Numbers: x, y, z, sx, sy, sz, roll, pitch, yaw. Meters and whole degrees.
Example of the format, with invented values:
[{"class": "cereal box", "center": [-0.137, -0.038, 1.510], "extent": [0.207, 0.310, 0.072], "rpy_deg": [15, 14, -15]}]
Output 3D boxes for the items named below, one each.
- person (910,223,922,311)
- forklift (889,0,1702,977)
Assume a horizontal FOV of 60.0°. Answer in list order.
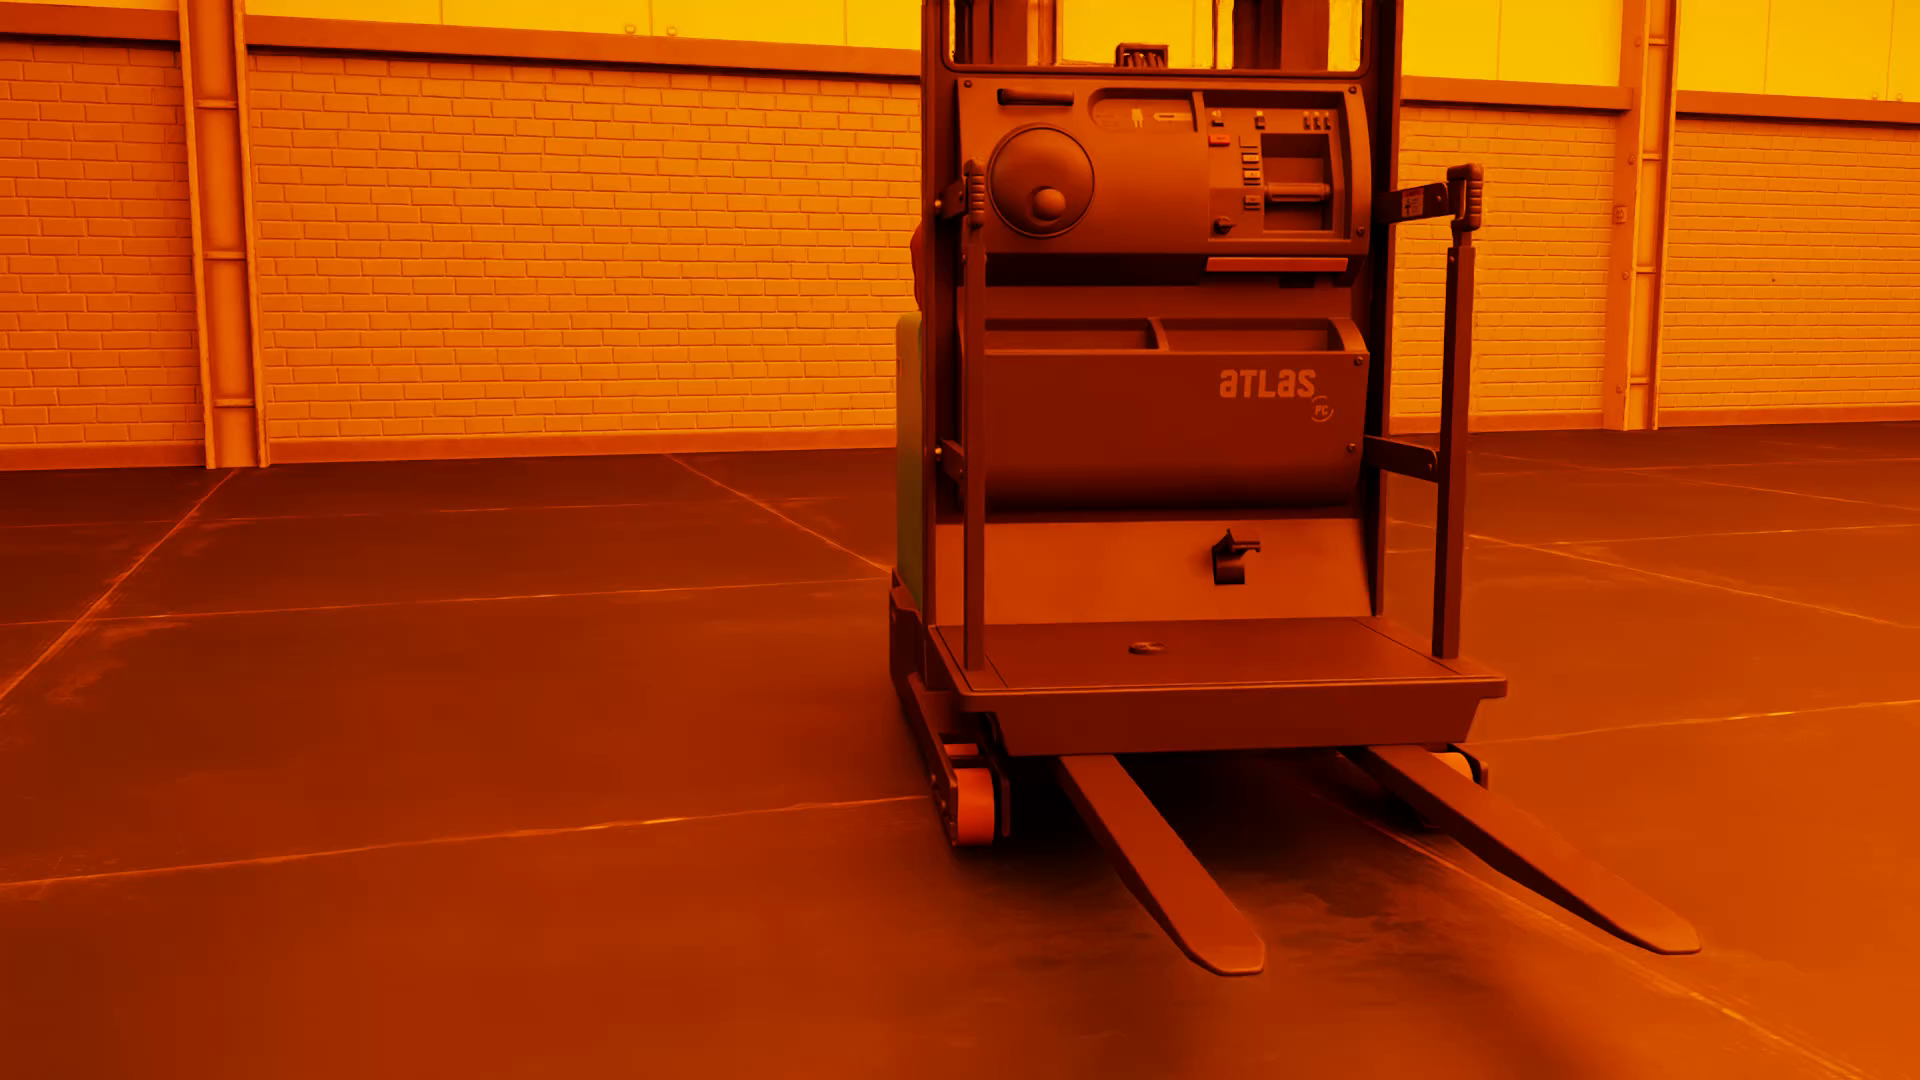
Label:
[{"class": "person", "center": [0.087, -0.891, 7.827], "extent": [0.582, 1.775, 0.696], "rpy_deg": [-3, 8, -18]}, {"class": "forklift", "center": [0.486, -0.880, 3.514], "extent": [1.130, 2.935, 3.031], "rpy_deg": [-1, 8, -7]}]
